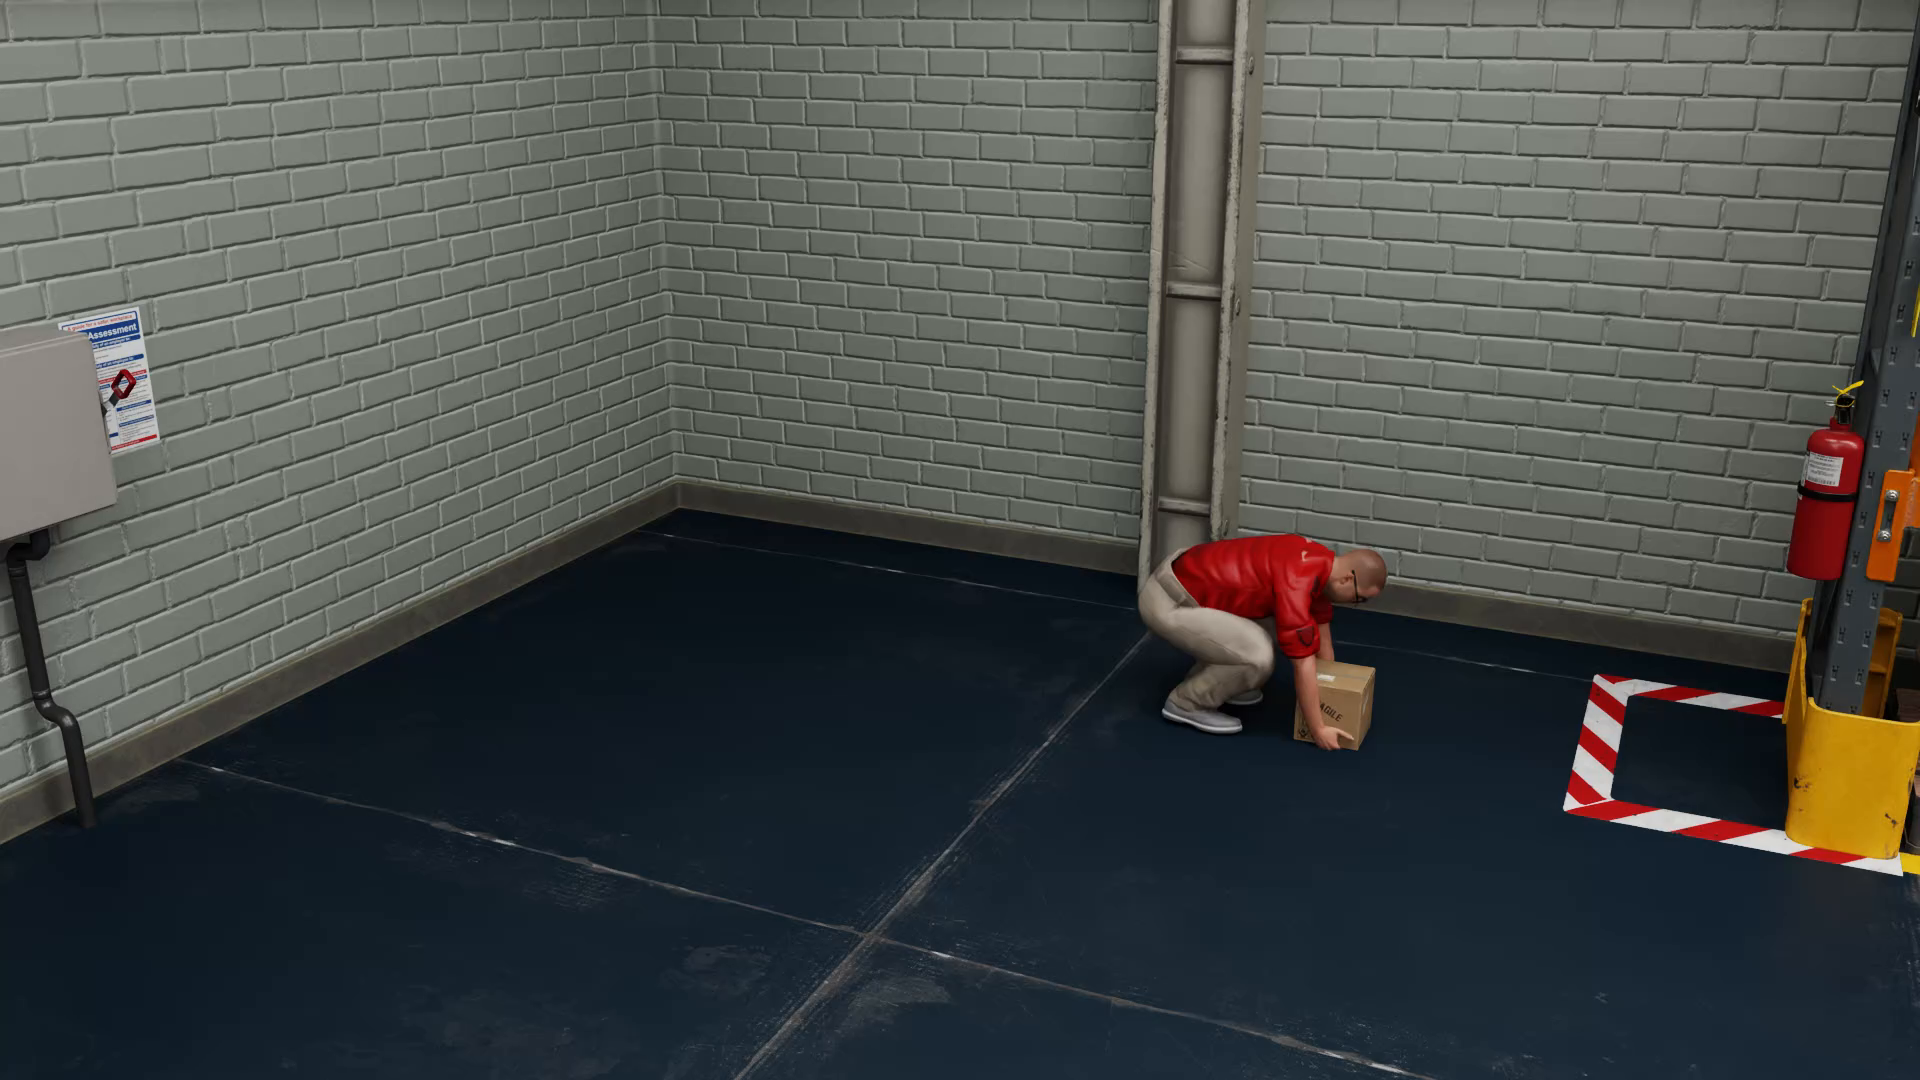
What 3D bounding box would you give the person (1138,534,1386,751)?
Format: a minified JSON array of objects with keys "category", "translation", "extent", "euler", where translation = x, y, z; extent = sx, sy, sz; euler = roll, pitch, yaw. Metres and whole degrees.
[{"category":"person","translation":[1.176,0.365,6.551],"extent":[0.932,0.780,0.527],"euler":[8,20,22]}]
